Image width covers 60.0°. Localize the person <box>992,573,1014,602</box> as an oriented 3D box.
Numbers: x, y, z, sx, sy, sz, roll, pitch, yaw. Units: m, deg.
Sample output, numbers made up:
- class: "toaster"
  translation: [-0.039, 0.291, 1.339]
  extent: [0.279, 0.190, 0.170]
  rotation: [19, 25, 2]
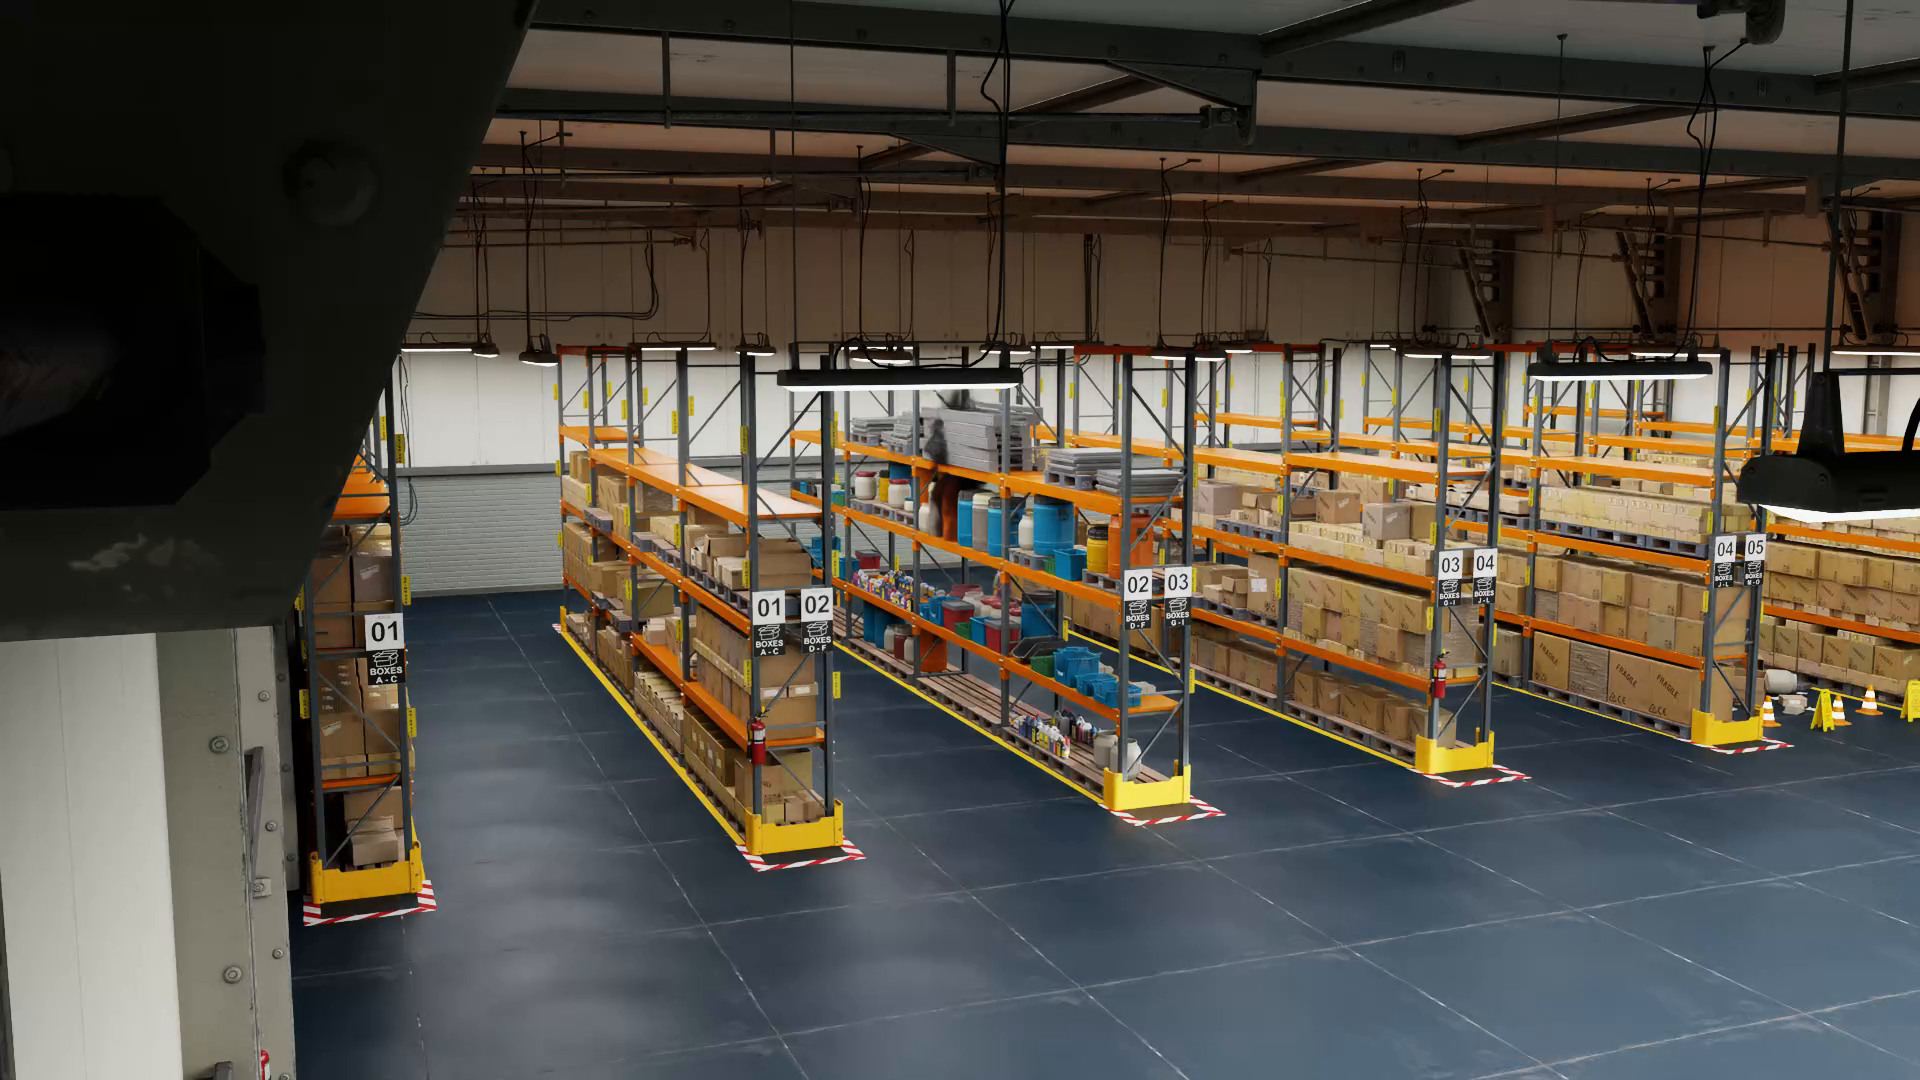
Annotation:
- class: "person"
  translation: [0.882, 1.220, 33.960]
  extent: [0.537, 1.609, 0.875]
  rotation: [-4, 8, -26]
